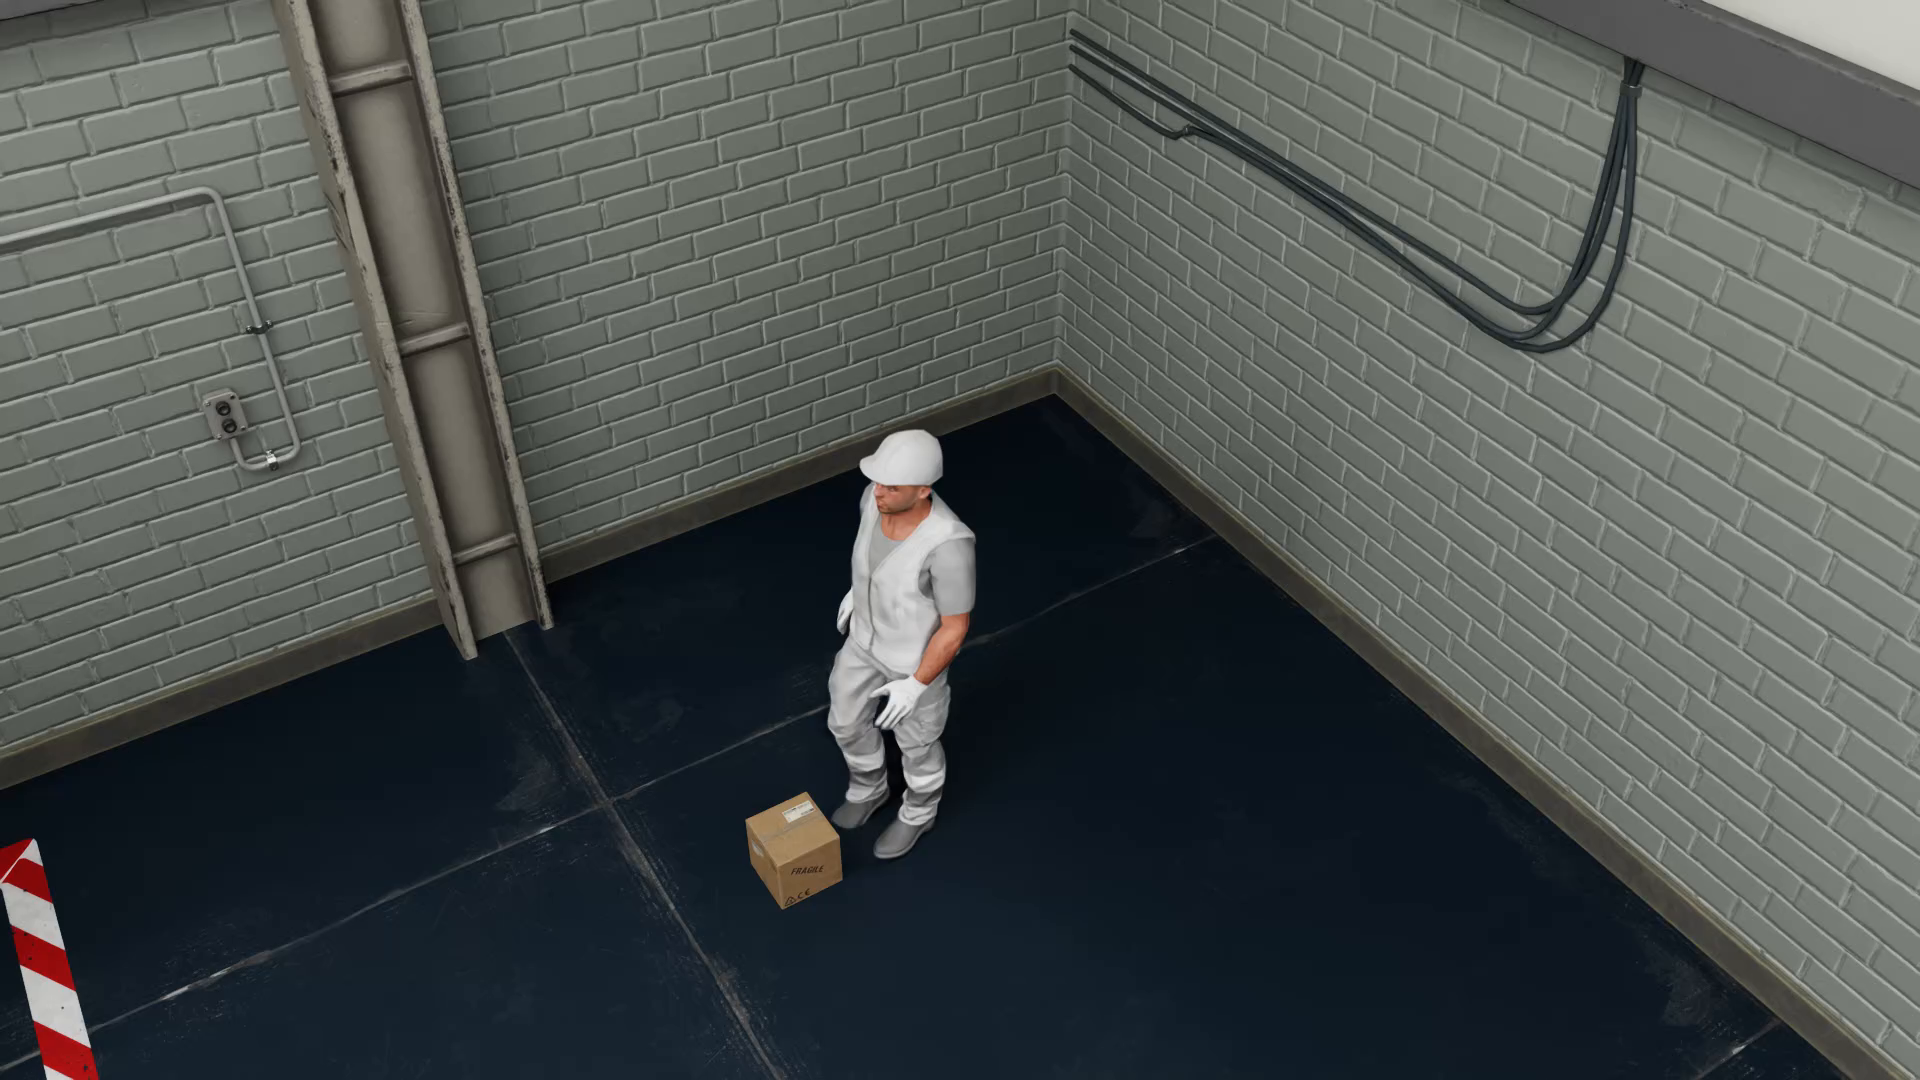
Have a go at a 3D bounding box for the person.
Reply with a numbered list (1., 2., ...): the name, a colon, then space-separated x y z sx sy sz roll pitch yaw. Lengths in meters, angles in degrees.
1. person: -0.246 0.400 5.713 0.462 1.859 0.635 -32 50 -32
